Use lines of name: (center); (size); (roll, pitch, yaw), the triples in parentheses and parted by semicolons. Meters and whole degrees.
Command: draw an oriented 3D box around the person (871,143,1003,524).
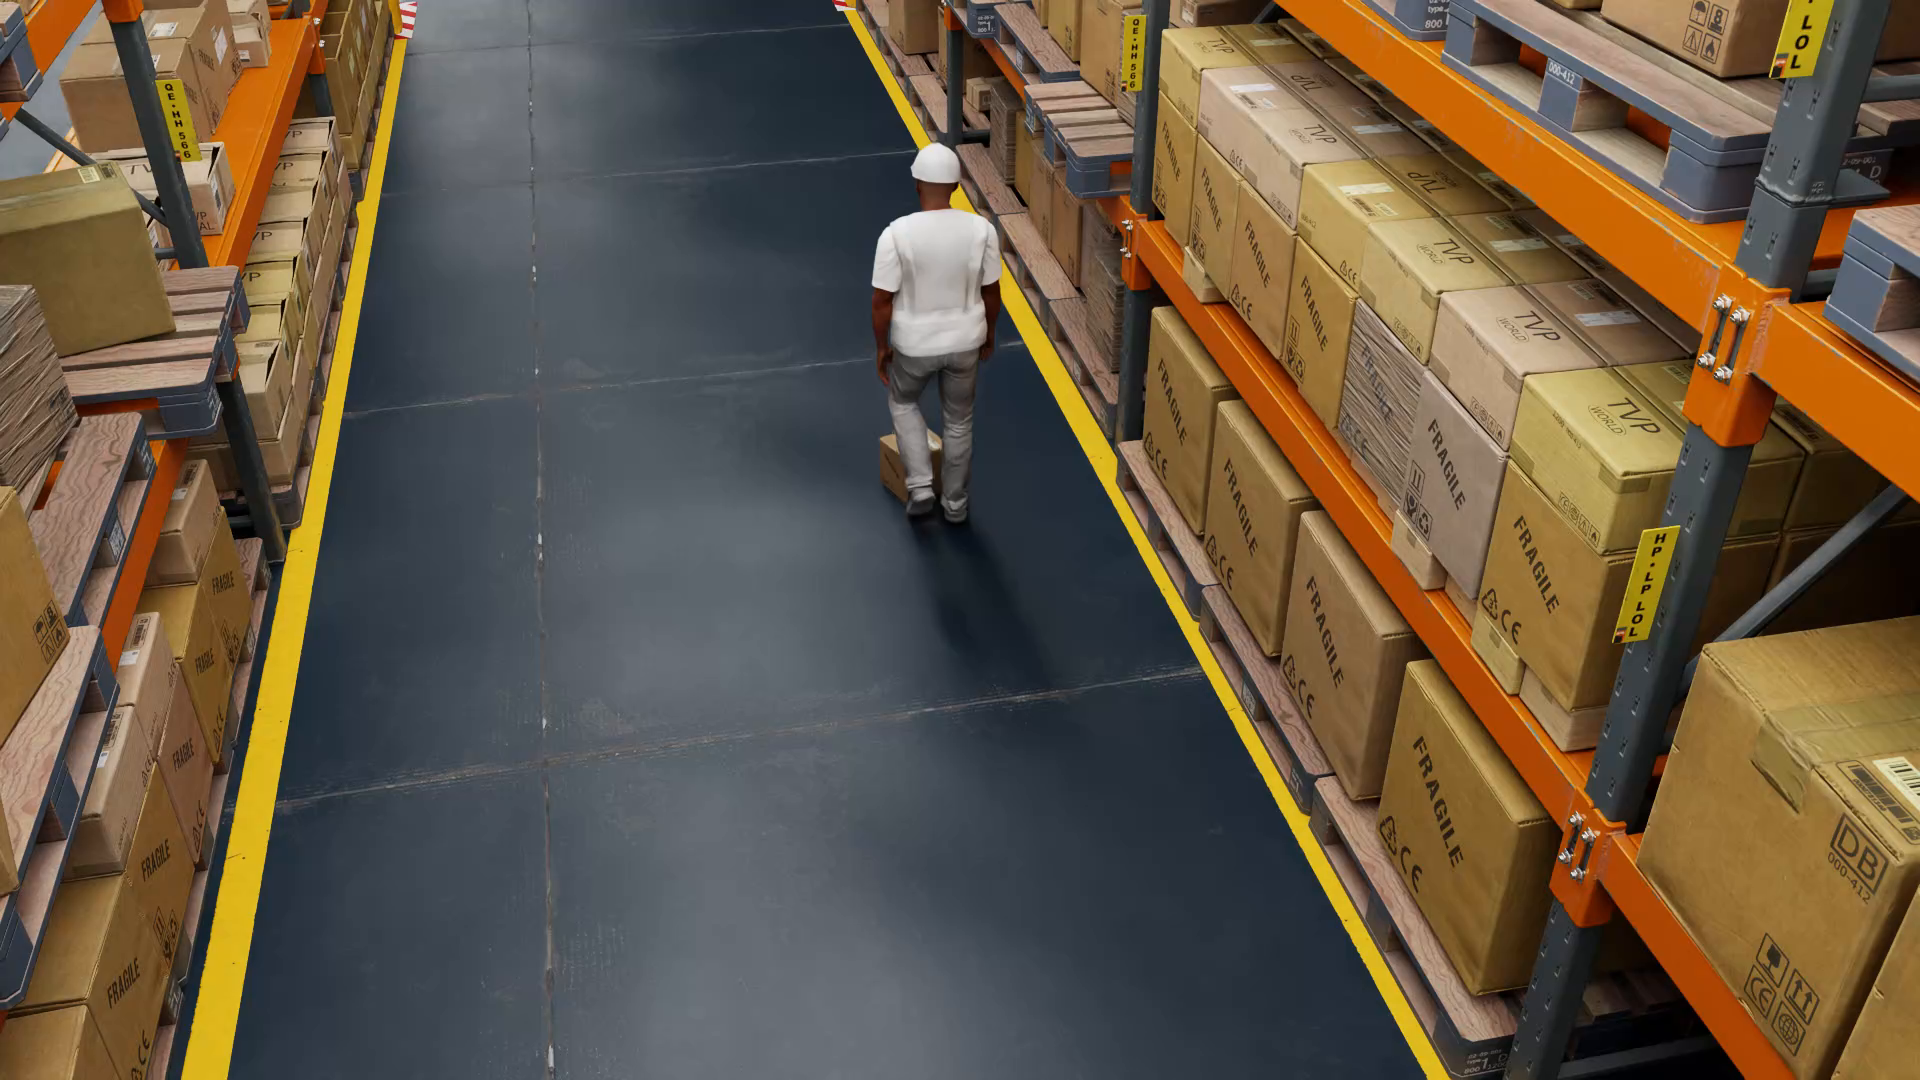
person: (-0.104, -0.879, 7.398); (0.585, 1.779, 0.463); (-5, 34, -7)
